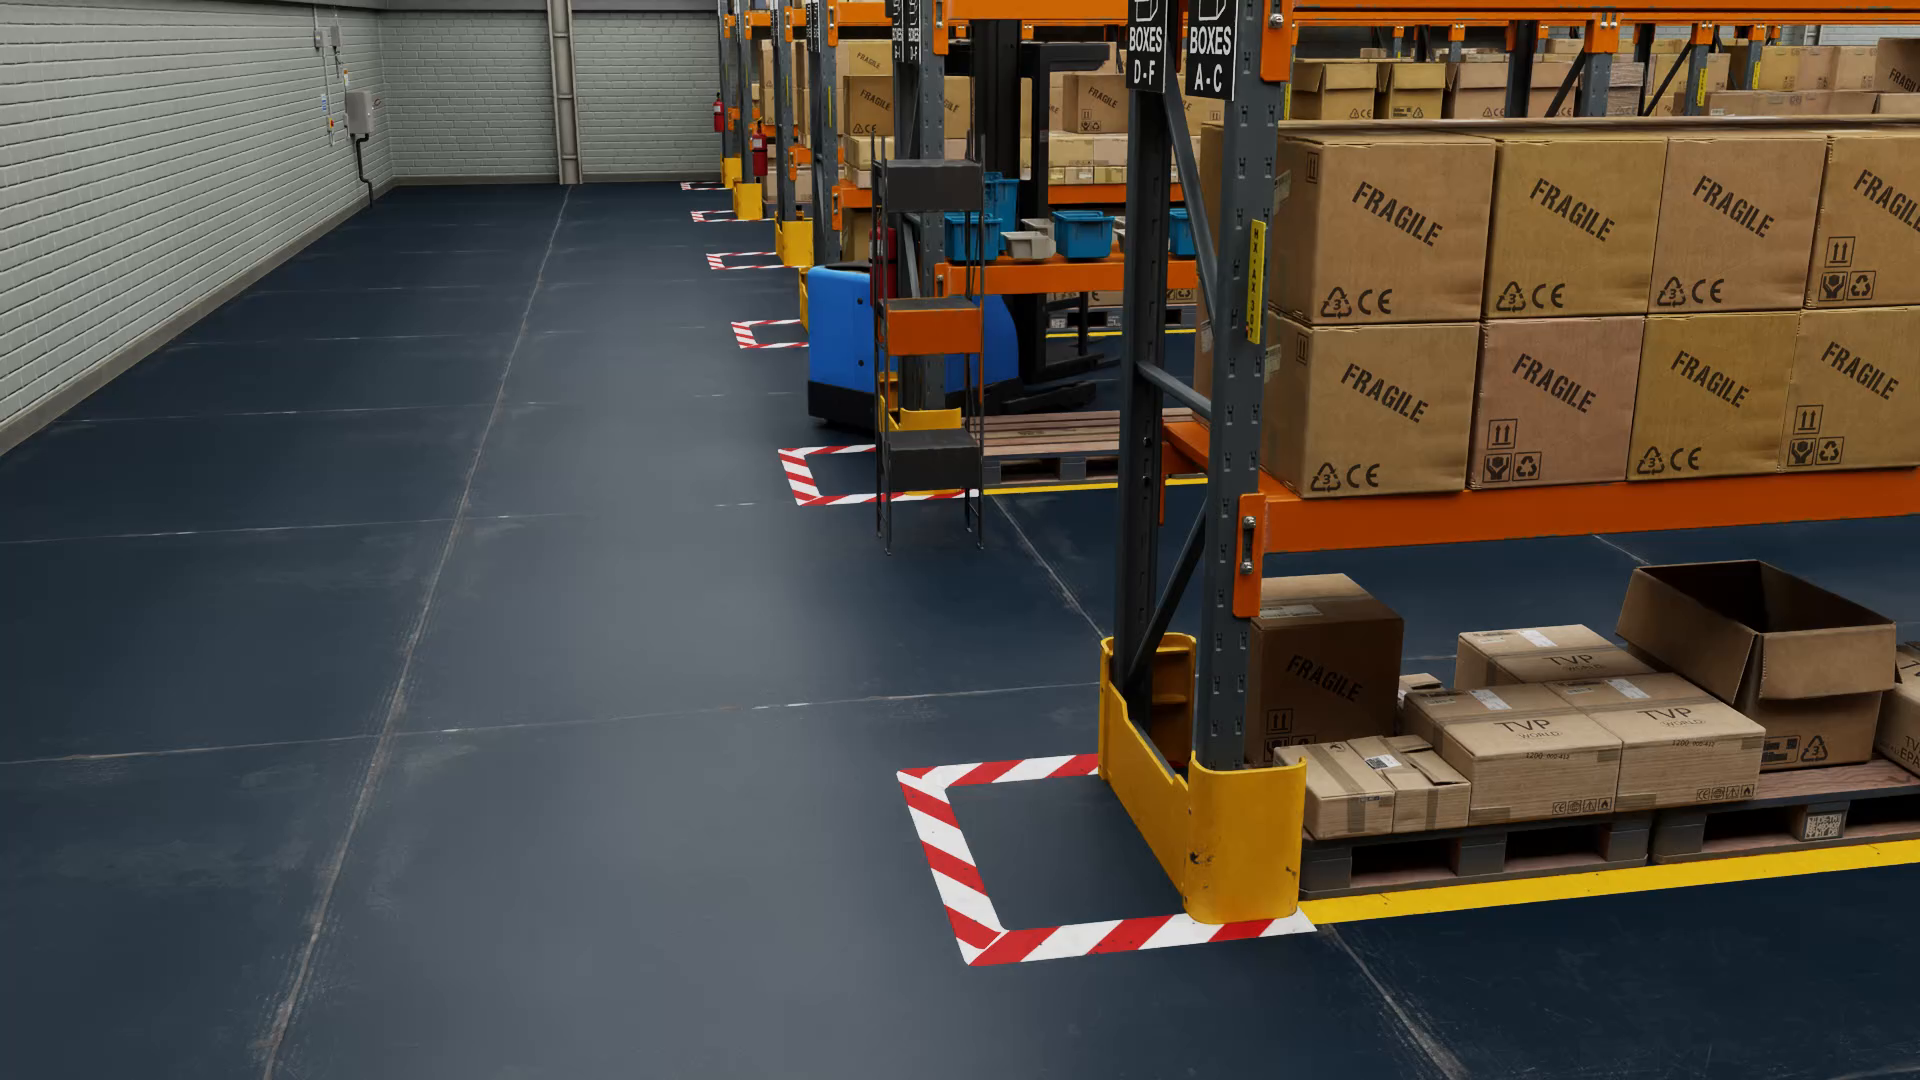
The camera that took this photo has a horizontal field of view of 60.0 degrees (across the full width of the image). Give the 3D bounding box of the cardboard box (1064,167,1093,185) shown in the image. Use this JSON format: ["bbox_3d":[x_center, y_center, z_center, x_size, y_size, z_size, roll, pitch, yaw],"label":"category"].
[{"bbox_3d":[0.998,-3.203,14.559,0.250,0.149,0.380,-3,17,-10],"label":"cardboard box"}]

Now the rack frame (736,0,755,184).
[{"bbox_3d":[-3.060,-6.154,23.739,0.127,3.000,1.000,-3,17,-10],"label":"rack frame"}]

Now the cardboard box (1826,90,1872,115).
[{"bbox_3d":[11.209,-5.530,21.453,0.550,0.550,0.875,-3,17,-10],"label":"cardboard box"}]

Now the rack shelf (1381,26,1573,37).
[{"bbox_3d":[9.741,-9.455,30.602,4.000,0.370,1.077,-3,17,-10],"label":"rack shelf"}]

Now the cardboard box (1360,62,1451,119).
[{"bbox_3d":[4.049,-4.120,15.239,0.637,0.503,0.797,-3,17,-10],"label":"cardboard box"}]

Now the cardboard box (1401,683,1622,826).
[{"bbox_3d":[1.774,0.686,5.402,0.500,0.250,0.500,-3,17,-10],"label":"cardboard box"}]

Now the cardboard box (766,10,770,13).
[{"bbox_3d":[-3.141,-8.881,27.936,0.250,0.149,0.380,-3,17,-10],"label":"cardboard box"}]

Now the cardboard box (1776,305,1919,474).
[{"bbox_3d":[2.671,-0.523,5.234,0.500,0.500,0.500,-3,17,-10],"label":"cardboard box"}]

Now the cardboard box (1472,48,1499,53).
[{"bbox_3d":[8.193,-7.599,25.947,0.250,0.149,0.380,-3,17,-11],"label":"cardboard box"}]

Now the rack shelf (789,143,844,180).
[{"bbox_3d":[-0.058,-4.500,19.580,4.000,0.370,1.077,-3,17,-10],"label":"rack shelf"}]

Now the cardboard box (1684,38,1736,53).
[{"bbox_3d":[11.691,-7.596,26.054,0.500,0.500,0.700,-3,17,-10],"label":"cardboard box"}]

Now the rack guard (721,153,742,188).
[{"bbox_3d":[-3.931,-6.394,28.778,0.348,0.500,1.175,-3,17,-10],"label":"rack guard"}]

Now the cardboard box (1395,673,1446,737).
[{"bbox_3d":[1.598,0.605,5.810,0.250,0.166,0.380,-3,17,-10],"label":"cardboard box"}]

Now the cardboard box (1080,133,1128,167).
[{"bbox_3d":[1.355,-3.432,14.627,0.500,0.250,0.500,-3,17,-9],"label":"cardboard box"}]

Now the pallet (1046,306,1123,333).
[{"bbox_3d":[0.786,-2.098,15.284,1.213,0.211,1.003,-3,17,-10],"label":"pallet"}]

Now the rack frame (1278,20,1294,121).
[{"bbox_3d":[2.747,-3.520,15.164,0.127,3.000,1.000,-3,17,-10],"label":"rack frame"}]

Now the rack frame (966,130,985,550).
[{"bbox_3d":[0.077,-1.008,8.518,0.015,2.100,0.400,-3,17,-10],"label":"rack frame"}]

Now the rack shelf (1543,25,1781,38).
[{"bbox_3d":[10.686,-8.024,25.944,4.000,0.370,1.077,-3,17,-10],"label":"rack shelf"}]

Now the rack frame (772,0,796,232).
[{"bbox_3d":[-2.022,-4.733,19.112,0.127,3.000,1.000,-3,17,-10],"label":"rack frame"}]

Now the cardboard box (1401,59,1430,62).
[{"bbox_3d":[6.804,-7.037,25.222,0.500,0.500,0.500,-4,18,-13],"label":"cardboard box"}]

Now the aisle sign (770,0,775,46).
[{"bbox_3d":[-2.150,-6.058,18.999,0.004,0.787,0.394,-3,17,-10],"label":"aisle sign"}]

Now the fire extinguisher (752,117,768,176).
[{"bbox_3d":[-2.356,-4.637,19.565,0.183,0.674,0.296,-3,17,-10],"label":"fire extinguisher"}]

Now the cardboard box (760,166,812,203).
[{"bbox_3d":[-2.431,-5.196,24.268,0.875,0.438,0.875,-4,17,-12],"label":"cardboard box"}]

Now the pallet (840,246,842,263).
[{"bbox_3d":[-1.143,-3.439,19.649,1.213,0.211,1.003,-3,17,-10],"label":"pallet"}]

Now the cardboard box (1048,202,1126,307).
[{"bbox_3d":[1.201,-2.641,15.206,0.875,0.875,0.875,-3,17,-10],"label":"cardboard box"}]

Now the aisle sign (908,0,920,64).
[{"bbox_3d":[-0.255,-3.023,9.116,0.004,0.787,0.394,-3,17,-10],"label":"aisle sign"}]

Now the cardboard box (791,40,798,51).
[{"bbox_3d":[-2.415,-6.965,23.402,0.250,0.149,0.380,-3,17,-9],"label":"cardboard box"}]

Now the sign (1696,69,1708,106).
[{"bbox_3d":[6.783,-4.137,15.199,0.005,0.325,0.100,-3,17,-10],"label":"sign"}]

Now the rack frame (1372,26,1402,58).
[{"bbox_3d":[7.777,-8.253,30.574,0.127,3.000,1.000,-3,17,-10],"label":"rack frame"}]

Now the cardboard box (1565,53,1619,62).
[{"bbox_3d":[7.777,-5.813,20.754,0.500,0.500,0.700,-3,17,-11],"label":"cardboard box"}]

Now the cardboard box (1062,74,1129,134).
[{"bbox_3d":[1.234,-3.941,15.004,0.500,0.500,0.500,-4,17,-12],"label":"cardboard box"}]

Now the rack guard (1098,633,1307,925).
[{"bbox_3d":[0.770,0.749,5.521,0.348,0.500,1.175,-3,17,-10],"label":"rack guard"}]

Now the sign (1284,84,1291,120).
[{"bbox_3d":[2.854,-3.812,14.504,0.005,0.325,0.100,-3,17,-10],"label":"sign"}]

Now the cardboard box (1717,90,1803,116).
[{"bbox_3d":[7.727,-4.093,16.143,0.500,0.500,0.700,-1,17,-2],"label":"cardboard box"}]

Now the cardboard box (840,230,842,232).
[{"bbox_3d":[-1.458,-3.668,19.279,0.250,0.149,0.380,-3,17,-8],"label":"cardboard box"}]

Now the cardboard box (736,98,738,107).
[{"bbox_3d":[-3.731,-7.561,28.746,0.250,0.149,0.380,-3,17,-11],"label":"cardboard box"}]

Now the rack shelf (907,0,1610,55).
[{"bbox_3d":[1.723,-3.071,9.818,4.000,0.370,1.077,-3,17,-10],"label":"rack shelf"}]

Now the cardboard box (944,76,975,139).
[{"bbox_3d":[-0.166,-3.703,14.231,0.500,0.500,0.500,-4,17,-12],"label":"cardboard box"}]

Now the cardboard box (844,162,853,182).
[{"bbox_3d":[-0.893,-3.292,14.849,0.250,0.149,0.380,-3,17,-9],"label":"cardboard box"}]

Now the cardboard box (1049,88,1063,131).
[{"bbox_3d":[0.974,-5.009,19.333,0.500,0.500,0.500,-4,17,-12],"label":"cardboard box"}]

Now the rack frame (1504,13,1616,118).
[{"bbox_3d":[3.687,-2.092,10.515,0.127,3.000,1.000,-3,17,-10],"label":"rack frame"}]

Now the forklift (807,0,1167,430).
[{"bbox_3d":[0.333,-2.418,11.691,1.130,2.935,3.031,15,23,40],"label":"forklift"}]

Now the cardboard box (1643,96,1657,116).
[{"bbox_3d":[8.307,-5.287,20.744,0.500,0.500,0.500,-3,17,-10],"label":"cardboard box"}]

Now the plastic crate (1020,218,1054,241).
[{"bbox_3d":[0.526,-1.870,10.137,0.243,0.136,0.396,-3,17,-10],"label":"plastic crate"}]

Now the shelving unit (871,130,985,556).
[{"bbox_3d":[-0.162,-0.995,8.473,0.503,2.100,0.431,-3,17,-10],"label":"shelving unit"}]

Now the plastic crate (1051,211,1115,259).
[{"bbox_3d":[0.711,-1.774,9.661,0.300,0.233,0.416,-3,17,-10],"label":"plastic crate"}]

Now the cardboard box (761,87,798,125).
[{"bbox_3d":[-2.534,-6.146,23.542,0.500,0.500,0.500,-3,17,-11],"label":"cardboard box"}]

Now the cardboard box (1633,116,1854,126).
[{"bbox_3d":[2.589,-1.158,5.601,0.500,0.500,0.500,-3,17,-9],"label":"cardboard box"}]

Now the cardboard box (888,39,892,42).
[{"bbox_3d":[-0.880,-7.033,23.622,0.250,0.149,0.380,-3,17,-10],"label":"cardboard box"}]

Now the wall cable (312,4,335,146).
[{"bbox_3d":[-8.592,-6.334,22.541,0.123,1.953,0.585,-3,17,-10],"label":"wall cable"}]

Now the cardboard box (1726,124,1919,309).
[{"bbox_3d":[2.684,-1.002,5.092,0.500,0.500,0.500,-3,17,-11],"label":"cardboard box"}]
